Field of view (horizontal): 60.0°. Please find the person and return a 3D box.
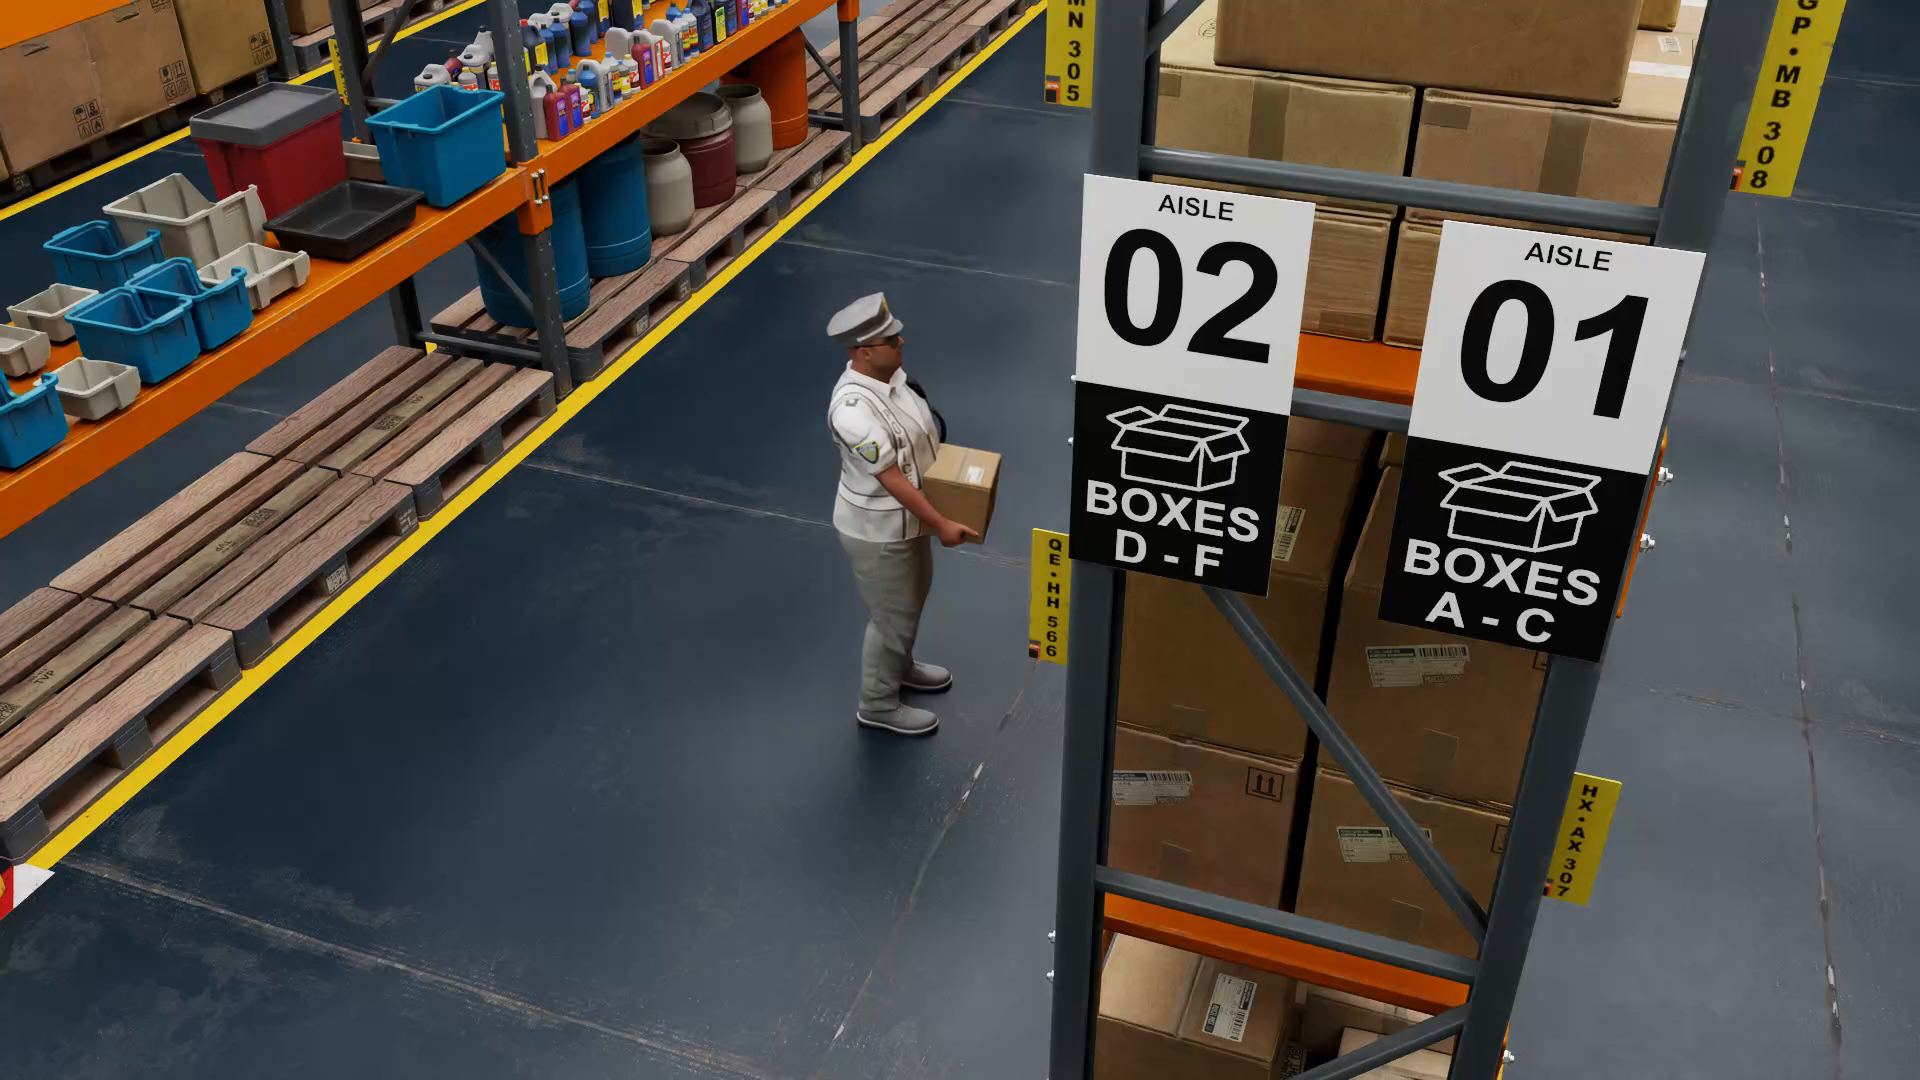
[{"bbox_3d":[-0.188,-0.092,6.256,0.573,1.767,0.493,6,33,9],"label":"person"}]
